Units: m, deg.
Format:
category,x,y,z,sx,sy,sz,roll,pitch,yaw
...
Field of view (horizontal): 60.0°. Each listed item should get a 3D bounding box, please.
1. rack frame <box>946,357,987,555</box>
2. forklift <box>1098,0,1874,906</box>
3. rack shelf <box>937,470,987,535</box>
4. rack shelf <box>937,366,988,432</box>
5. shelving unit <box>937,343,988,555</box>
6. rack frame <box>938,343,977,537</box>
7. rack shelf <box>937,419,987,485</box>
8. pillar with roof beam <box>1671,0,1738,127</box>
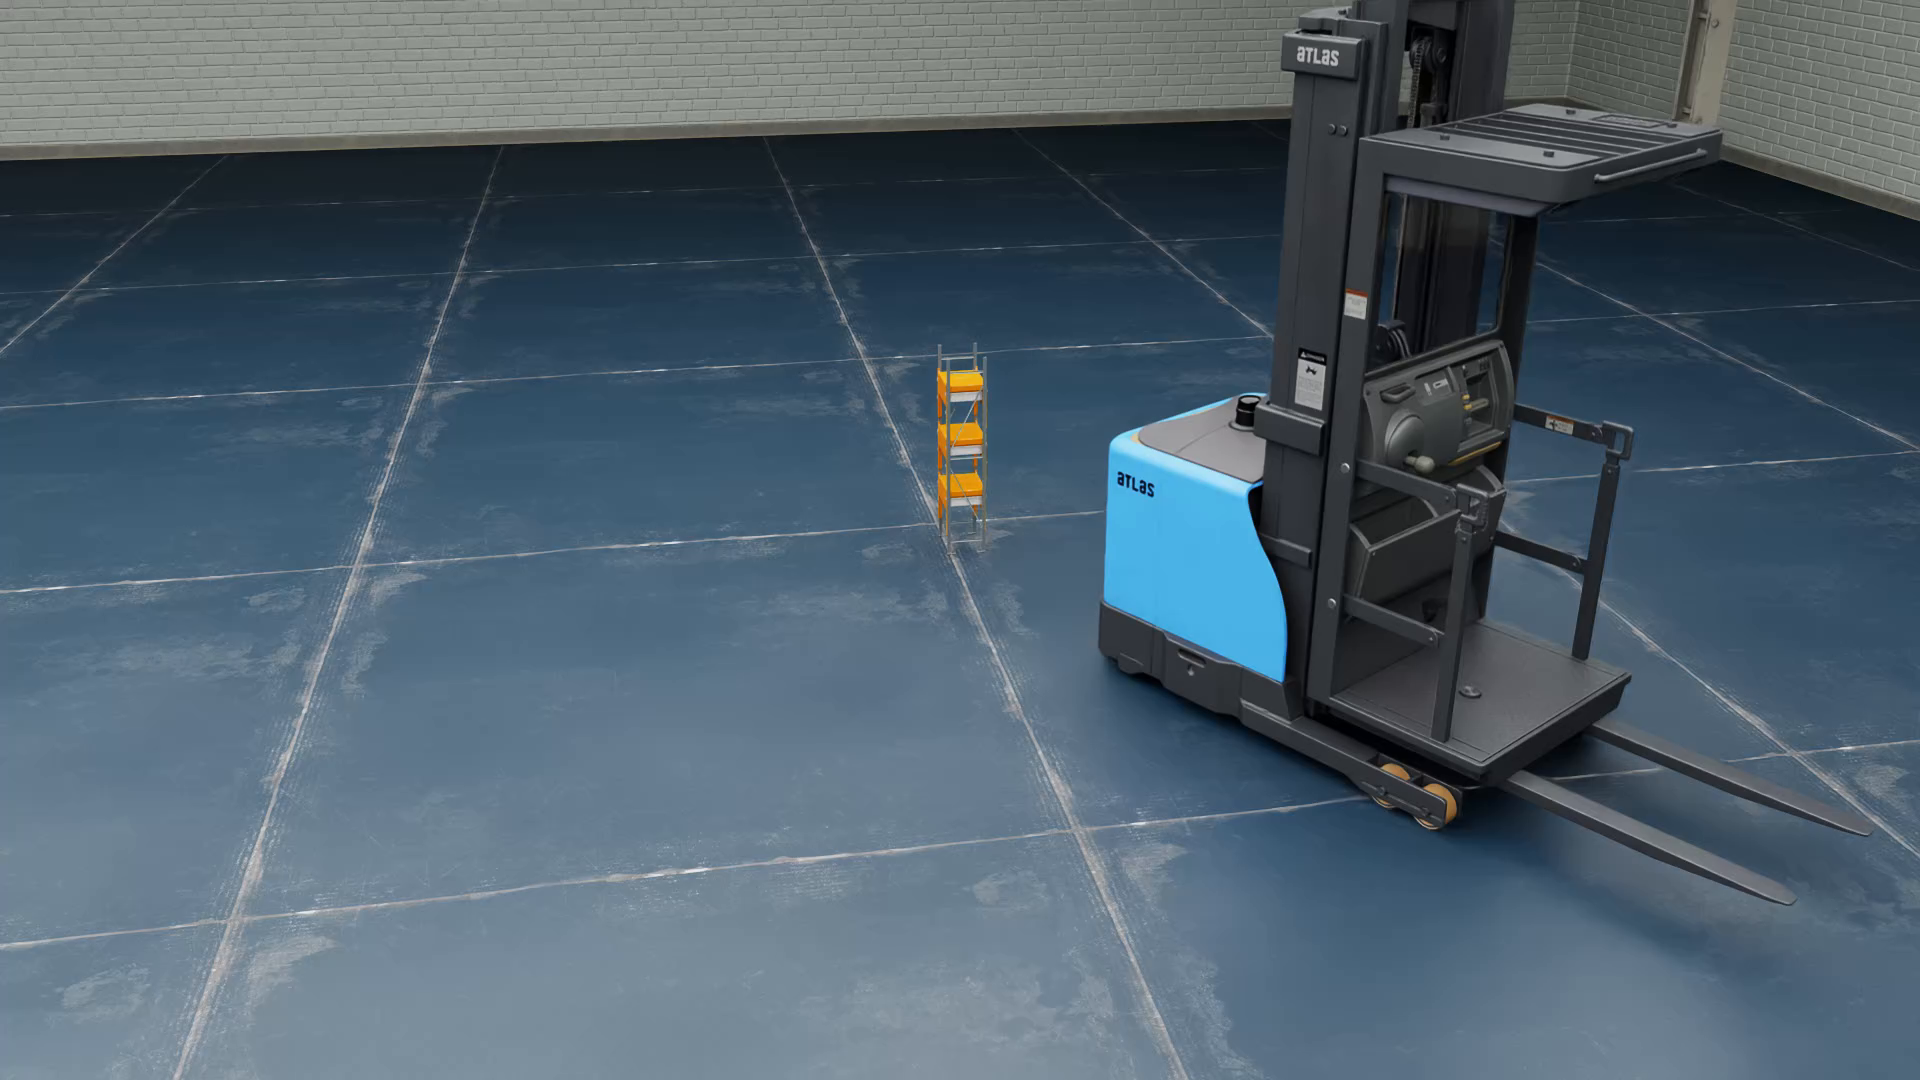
category,x,y,z,sx,sy,sz,roll,pitch,yaw
rack frame,0.032,-0.412,8.382,0.200,1.050,0.008,-4,24,-10
forklift,1.972,-0.485,6.197,1.130,2.935,3.031,-19,30,-37
rack shelf,0.010,-0.196,8.607,0.215,0.259,0.240,-4,24,-10
rack shelf,0.010,-0.710,8.382,0.215,0.259,0.240,-4,24,-10
shelving unit,0.010,-0.460,8.492,0.215,1.050,0.252,-4,24,-10
rack frame,-0.013,-0.508,8.602,0.200,1.050,0.008,-4,24,-10
rack shelf,0.010,-0.450,8.496,0.215,0.259,0.240,-4,24,-10
pillar with roof beam,3.991,-8.187,16.253,9.100,9.000,0.400,-4,24,-10
